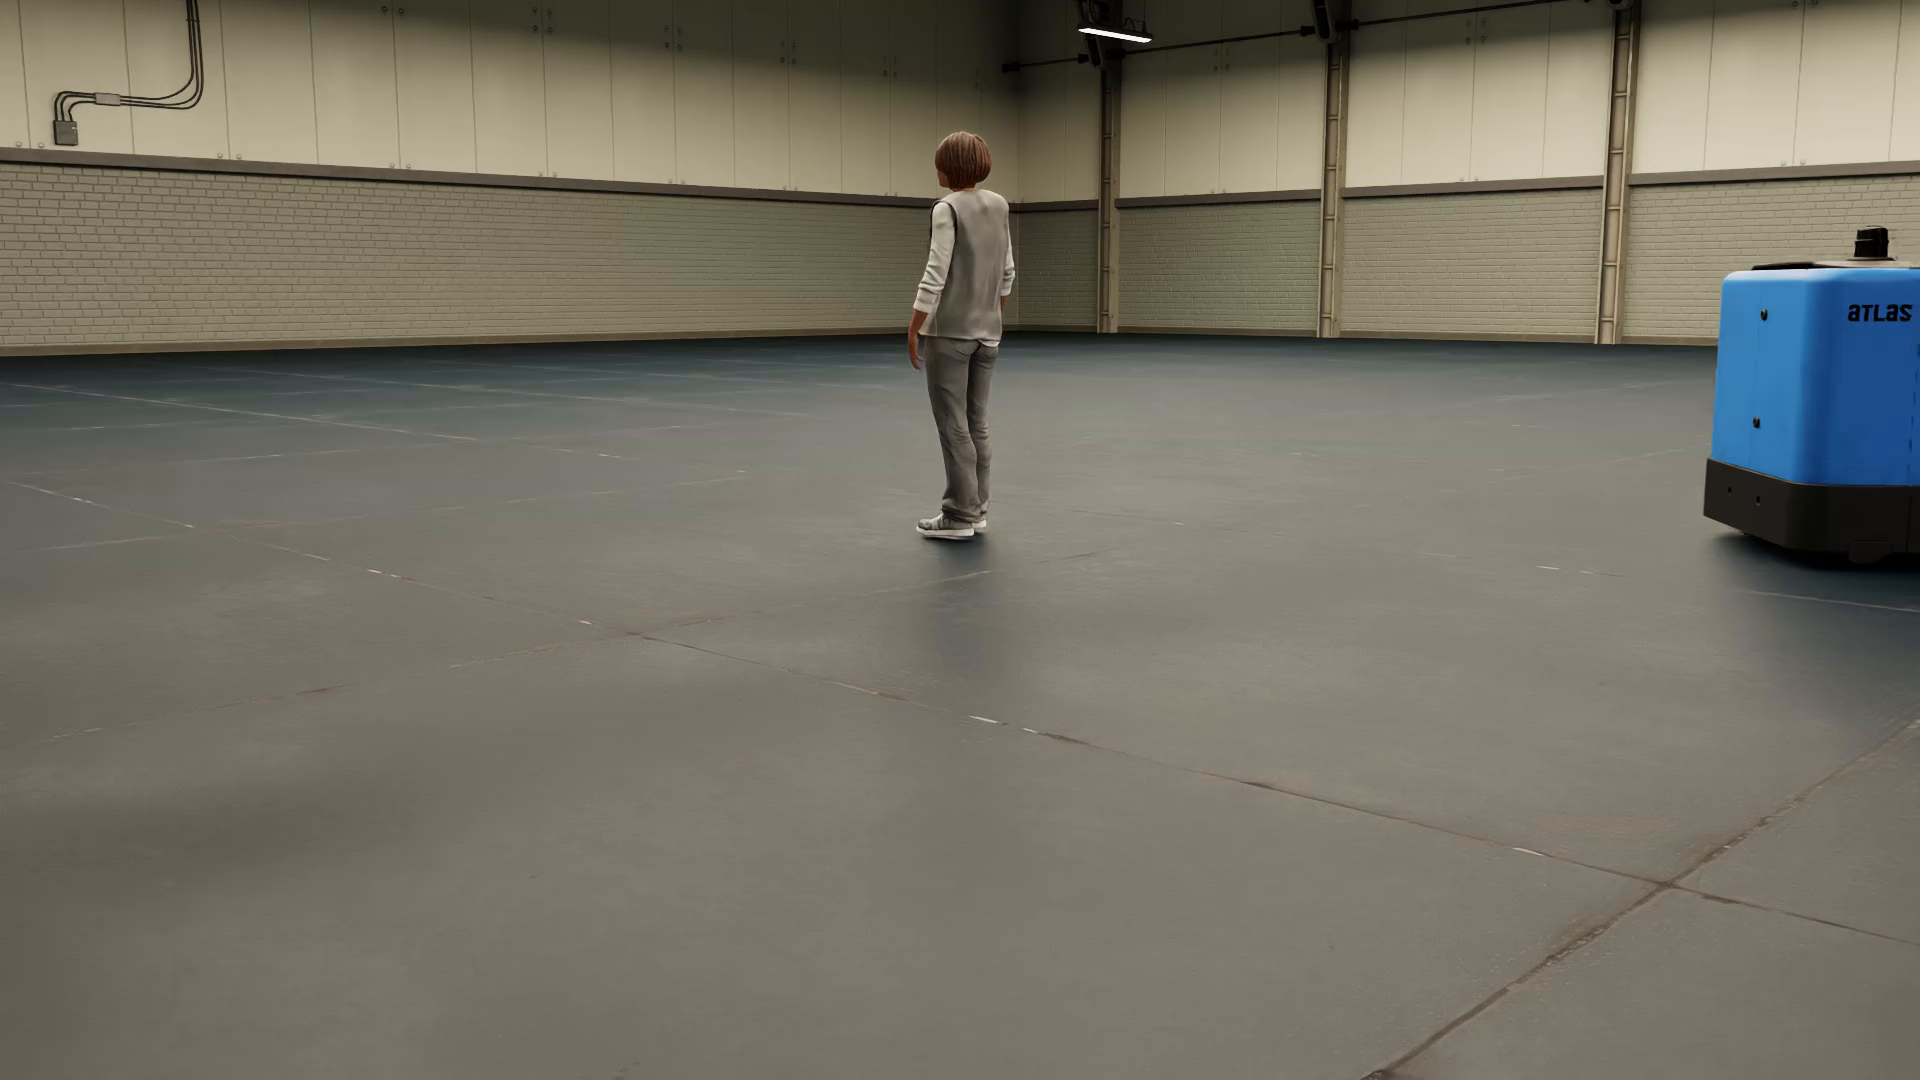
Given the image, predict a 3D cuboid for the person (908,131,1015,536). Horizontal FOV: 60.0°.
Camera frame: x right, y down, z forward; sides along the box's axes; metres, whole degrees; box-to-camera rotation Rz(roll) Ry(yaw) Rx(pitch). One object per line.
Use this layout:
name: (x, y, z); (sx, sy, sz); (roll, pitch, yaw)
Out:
person: (-0.044, -0.807, 6.659); (0.473, 1.599, 0.520); (8, 12, 43)

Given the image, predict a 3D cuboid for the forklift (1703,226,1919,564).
forklift: (4.550, -1.392, 6.121); (3.031, 2.935, 1.130); (1, 9, 6)
